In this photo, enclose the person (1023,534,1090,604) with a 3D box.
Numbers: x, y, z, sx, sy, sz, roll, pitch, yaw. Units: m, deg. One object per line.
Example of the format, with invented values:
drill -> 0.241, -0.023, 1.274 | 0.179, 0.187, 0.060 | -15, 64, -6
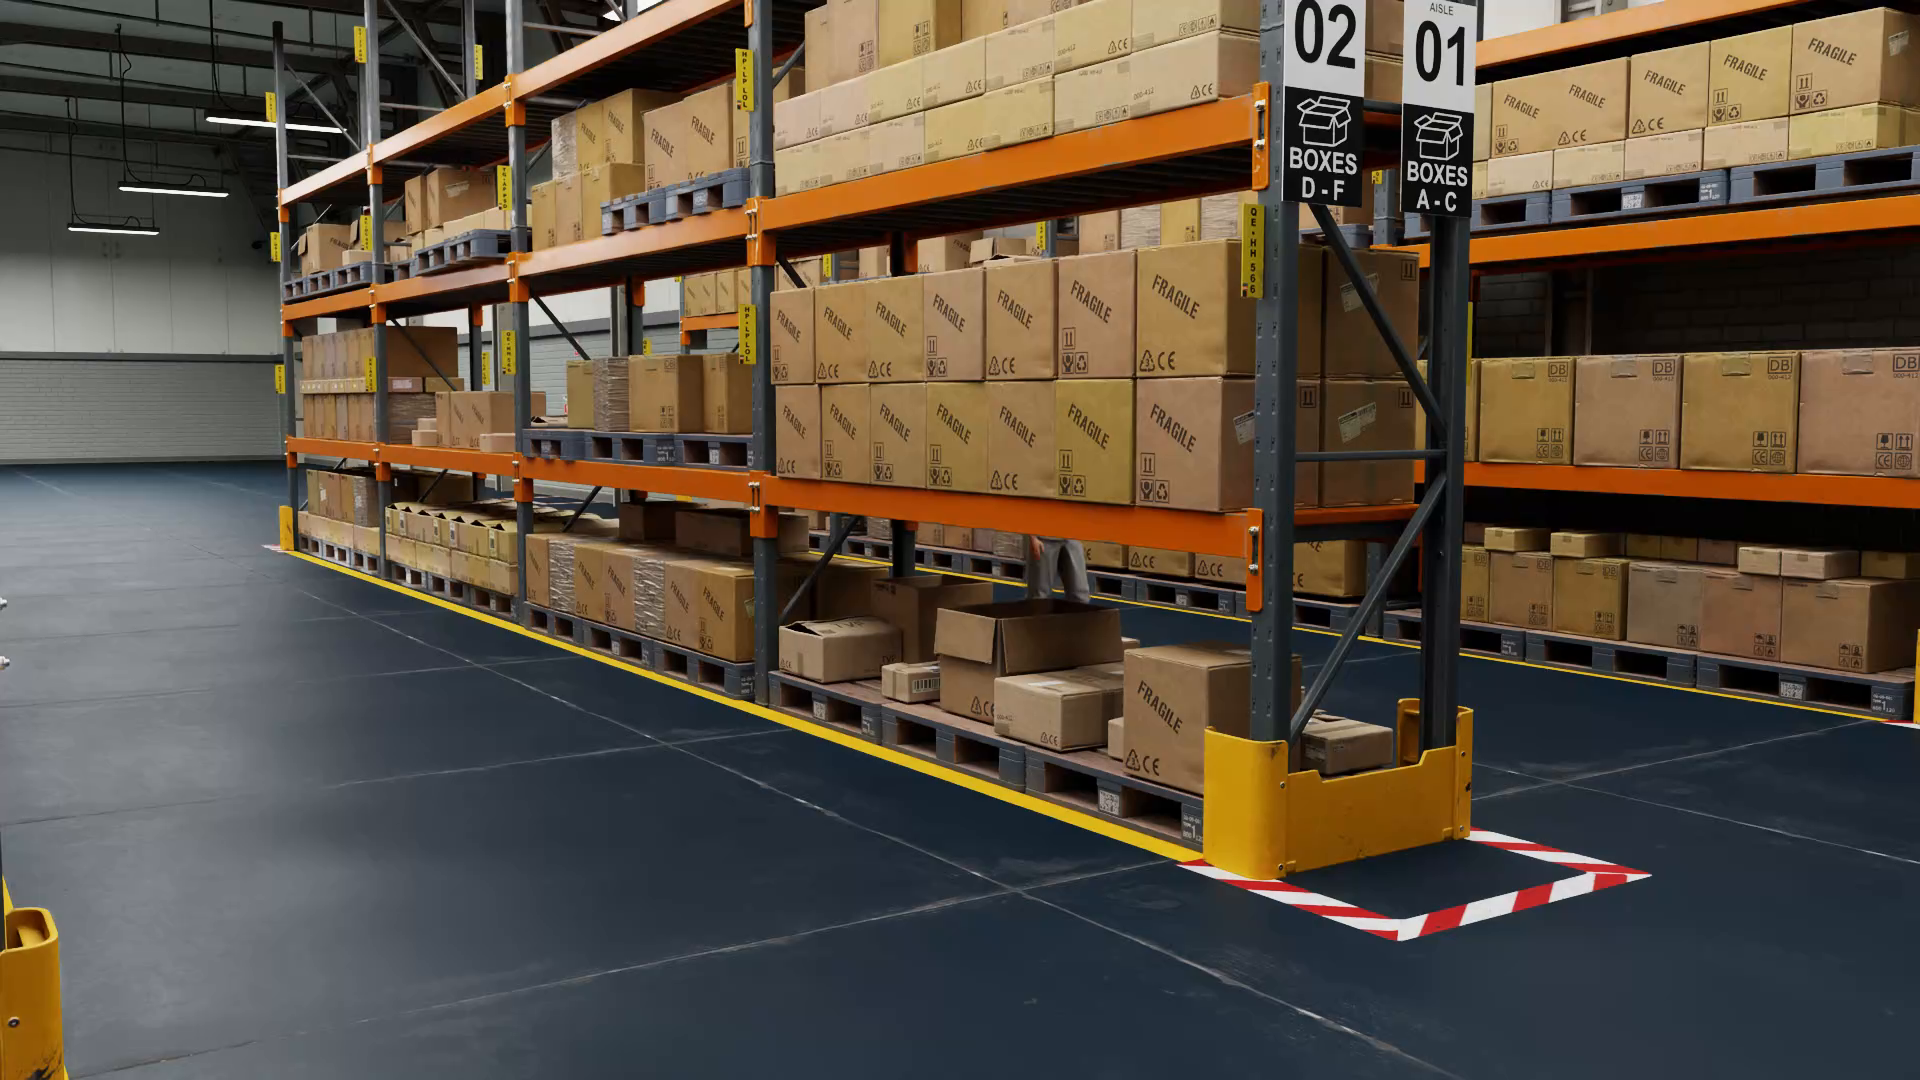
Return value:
person -> 0.638, 0.005, 10.474 | 0.451, 1.675, 0.616 | -4, 6, -38
